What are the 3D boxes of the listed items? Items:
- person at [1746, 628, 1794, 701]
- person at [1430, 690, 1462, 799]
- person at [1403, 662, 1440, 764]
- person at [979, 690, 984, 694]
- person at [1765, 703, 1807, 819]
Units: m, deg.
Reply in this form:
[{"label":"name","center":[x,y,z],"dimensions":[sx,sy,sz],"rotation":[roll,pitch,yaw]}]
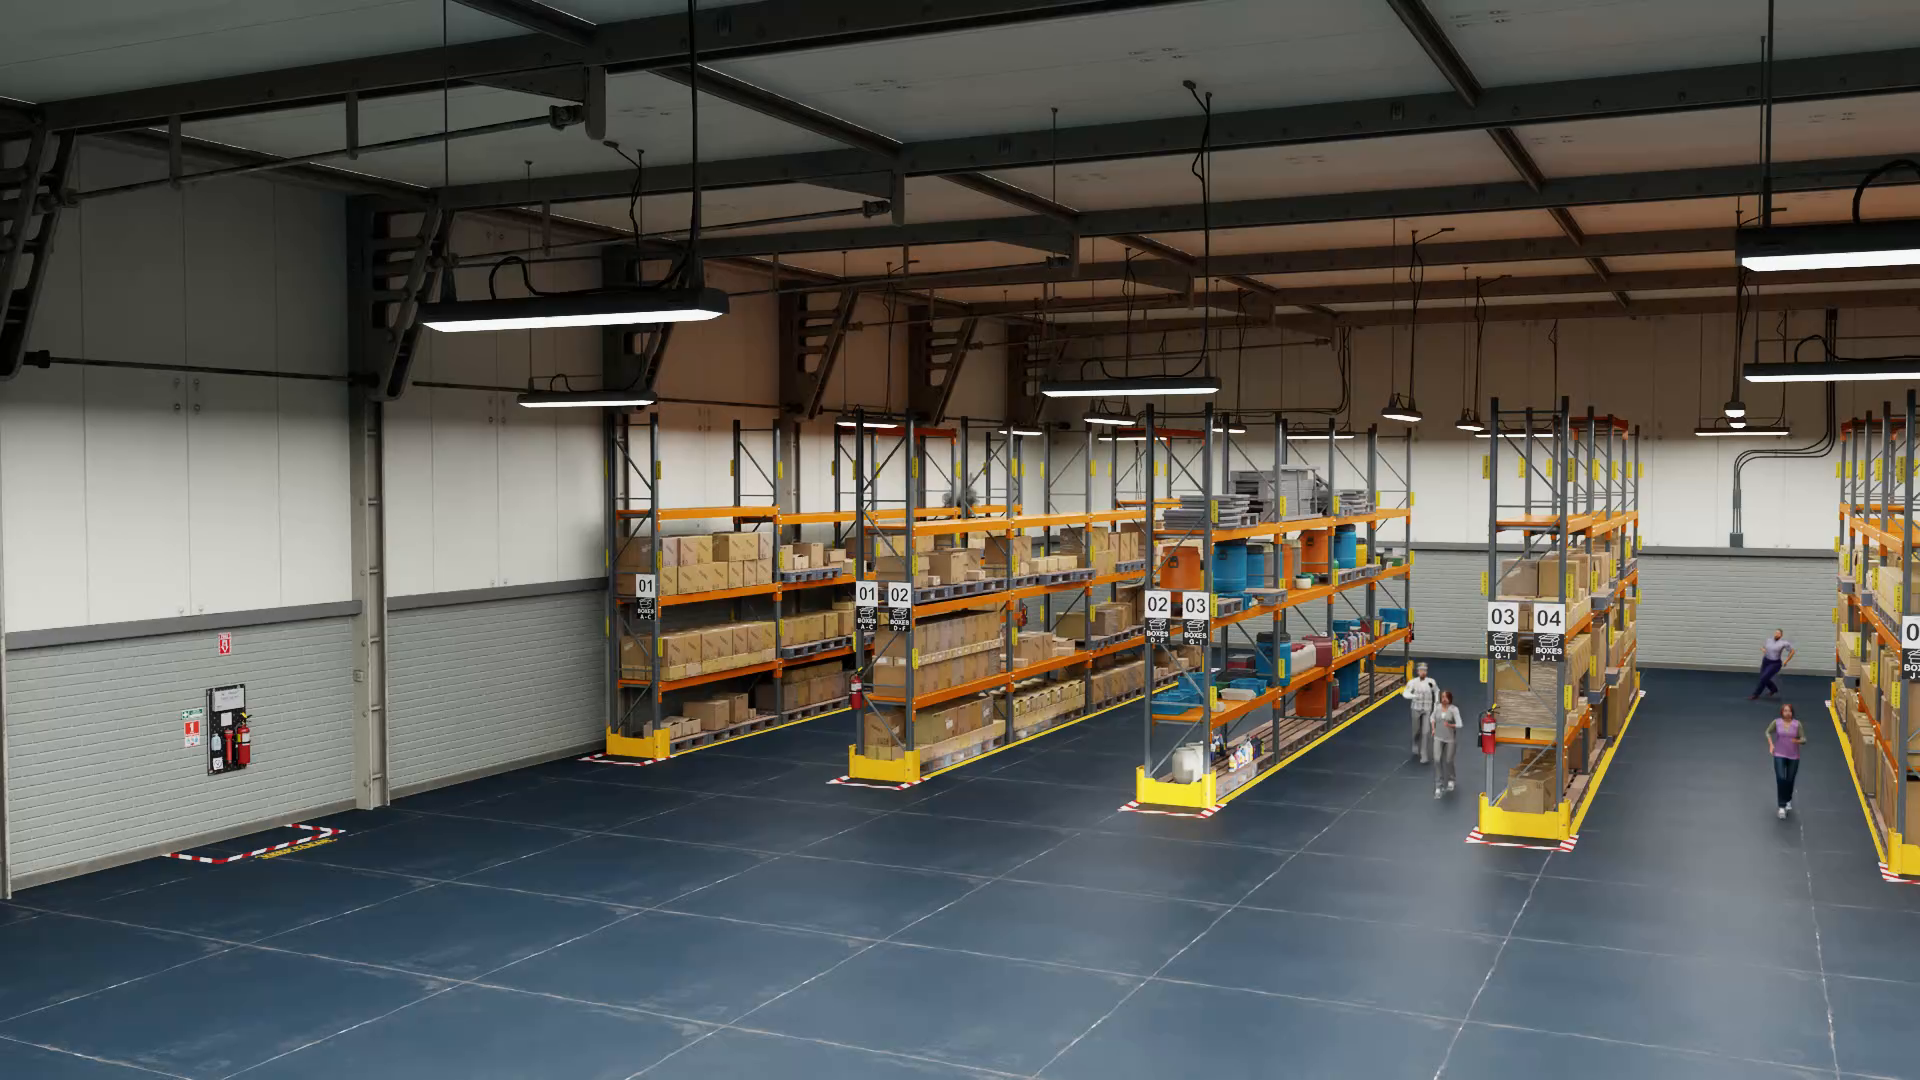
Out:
[{"label":"person","center":[17.592,2.701,36.052],"dimensions":[0.828,1.597,0.640],"rotation":[-1,3,-21]},{"label":"person","center":[7.467,3.119,25.581],"dimensions":[0.522,1.636,0.690],"rotation":[1,3,27]},{"label":"person","center":[7.929,2.929,28.557],"dimensions":[0.644,1.685,0.892],"rotation":[0,2,9]},{"label":"person","center":[0.352,2.699,34.130],"dimensions":[0.642,1.815,0.689],"rotation":[1,3,25]},{"label":"person","center":[11.979,3.181,24.115],"dimensions":[0.522,1.636,0.690],"rotation":[1,3,21]}]
